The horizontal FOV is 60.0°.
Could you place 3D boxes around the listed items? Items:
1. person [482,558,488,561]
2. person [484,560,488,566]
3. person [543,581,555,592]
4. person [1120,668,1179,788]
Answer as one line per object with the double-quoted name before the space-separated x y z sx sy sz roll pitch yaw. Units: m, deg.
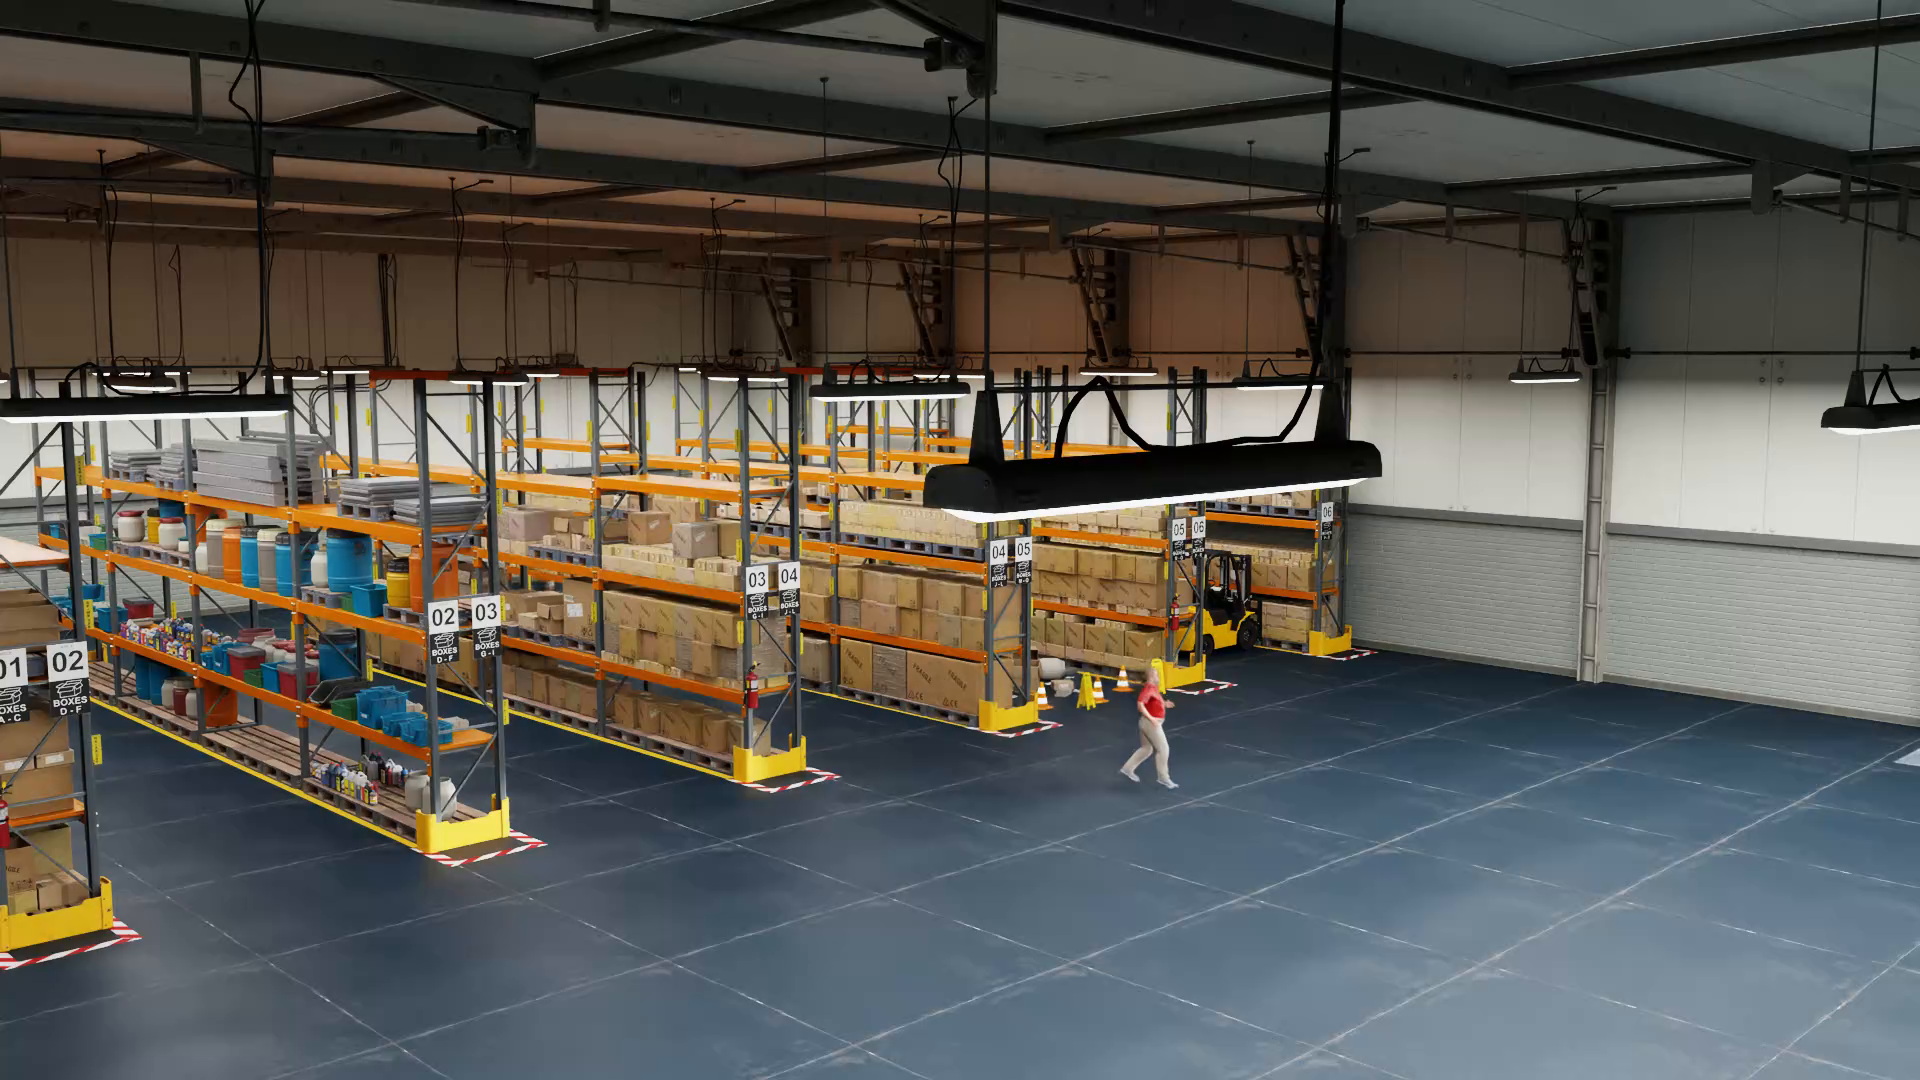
"person" -11.617 0.947 40.199 0.751 1.785 0.762 -4 8 -31
"person" -10.615 1.271 37.358 0.601 1.666 0.645 -6 9 -42
"person" -8.406 1.651 34.245 0.561 1.649 0.538 5 8 35
"person" 2.787 2.742 24.239 0.807 1.760 0.653 0 6 -4
